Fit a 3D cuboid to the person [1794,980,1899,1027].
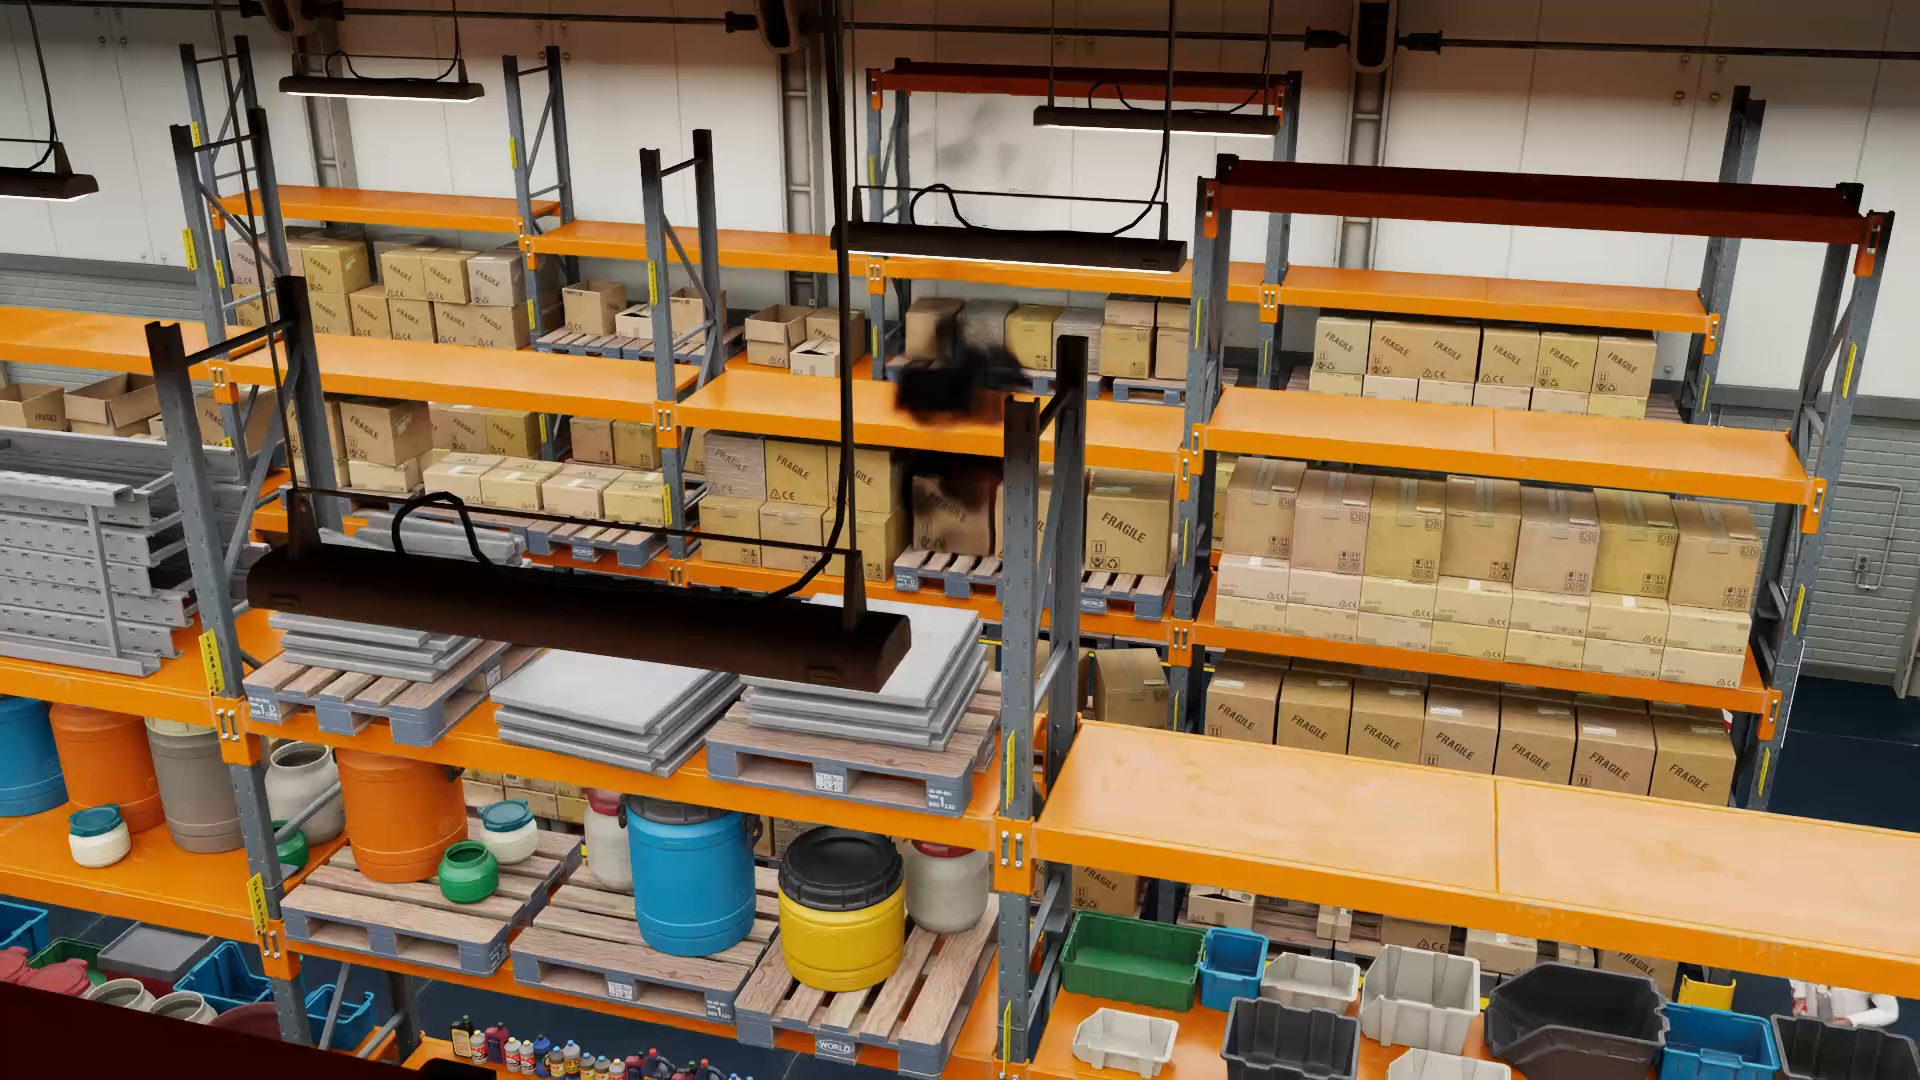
[{"bbox_3d":[5.648,3.208,10.784,1.000,1.745,0.717,-18,28,-36],"label":"person"}]
